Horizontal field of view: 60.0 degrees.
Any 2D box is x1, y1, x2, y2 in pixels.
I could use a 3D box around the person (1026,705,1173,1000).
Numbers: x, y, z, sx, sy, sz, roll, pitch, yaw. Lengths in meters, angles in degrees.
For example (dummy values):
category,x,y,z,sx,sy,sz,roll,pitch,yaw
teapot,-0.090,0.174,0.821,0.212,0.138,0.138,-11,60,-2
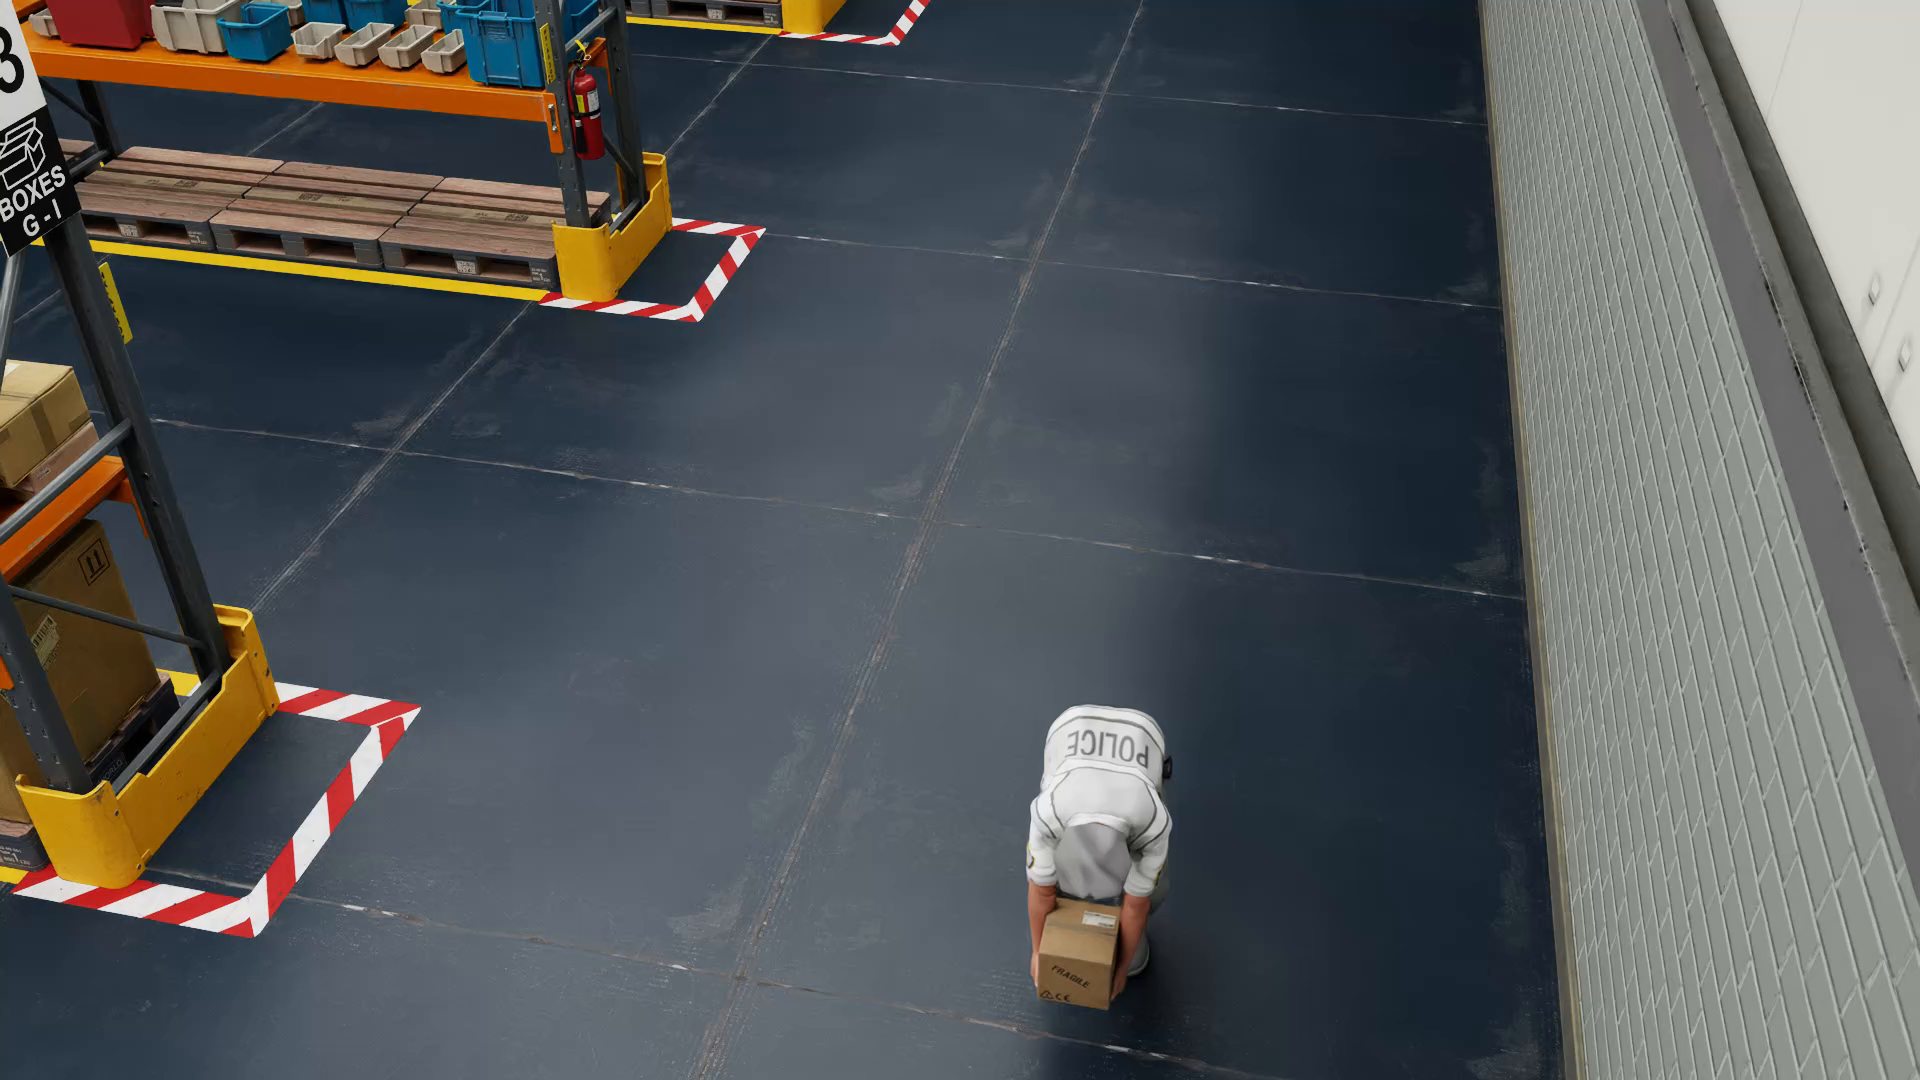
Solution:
category,x,y,z,sx,sy,sz,roll,pitch,yaw
person,0.482,1.167,5.866,0.516,1.171,1.028,6,37,8
